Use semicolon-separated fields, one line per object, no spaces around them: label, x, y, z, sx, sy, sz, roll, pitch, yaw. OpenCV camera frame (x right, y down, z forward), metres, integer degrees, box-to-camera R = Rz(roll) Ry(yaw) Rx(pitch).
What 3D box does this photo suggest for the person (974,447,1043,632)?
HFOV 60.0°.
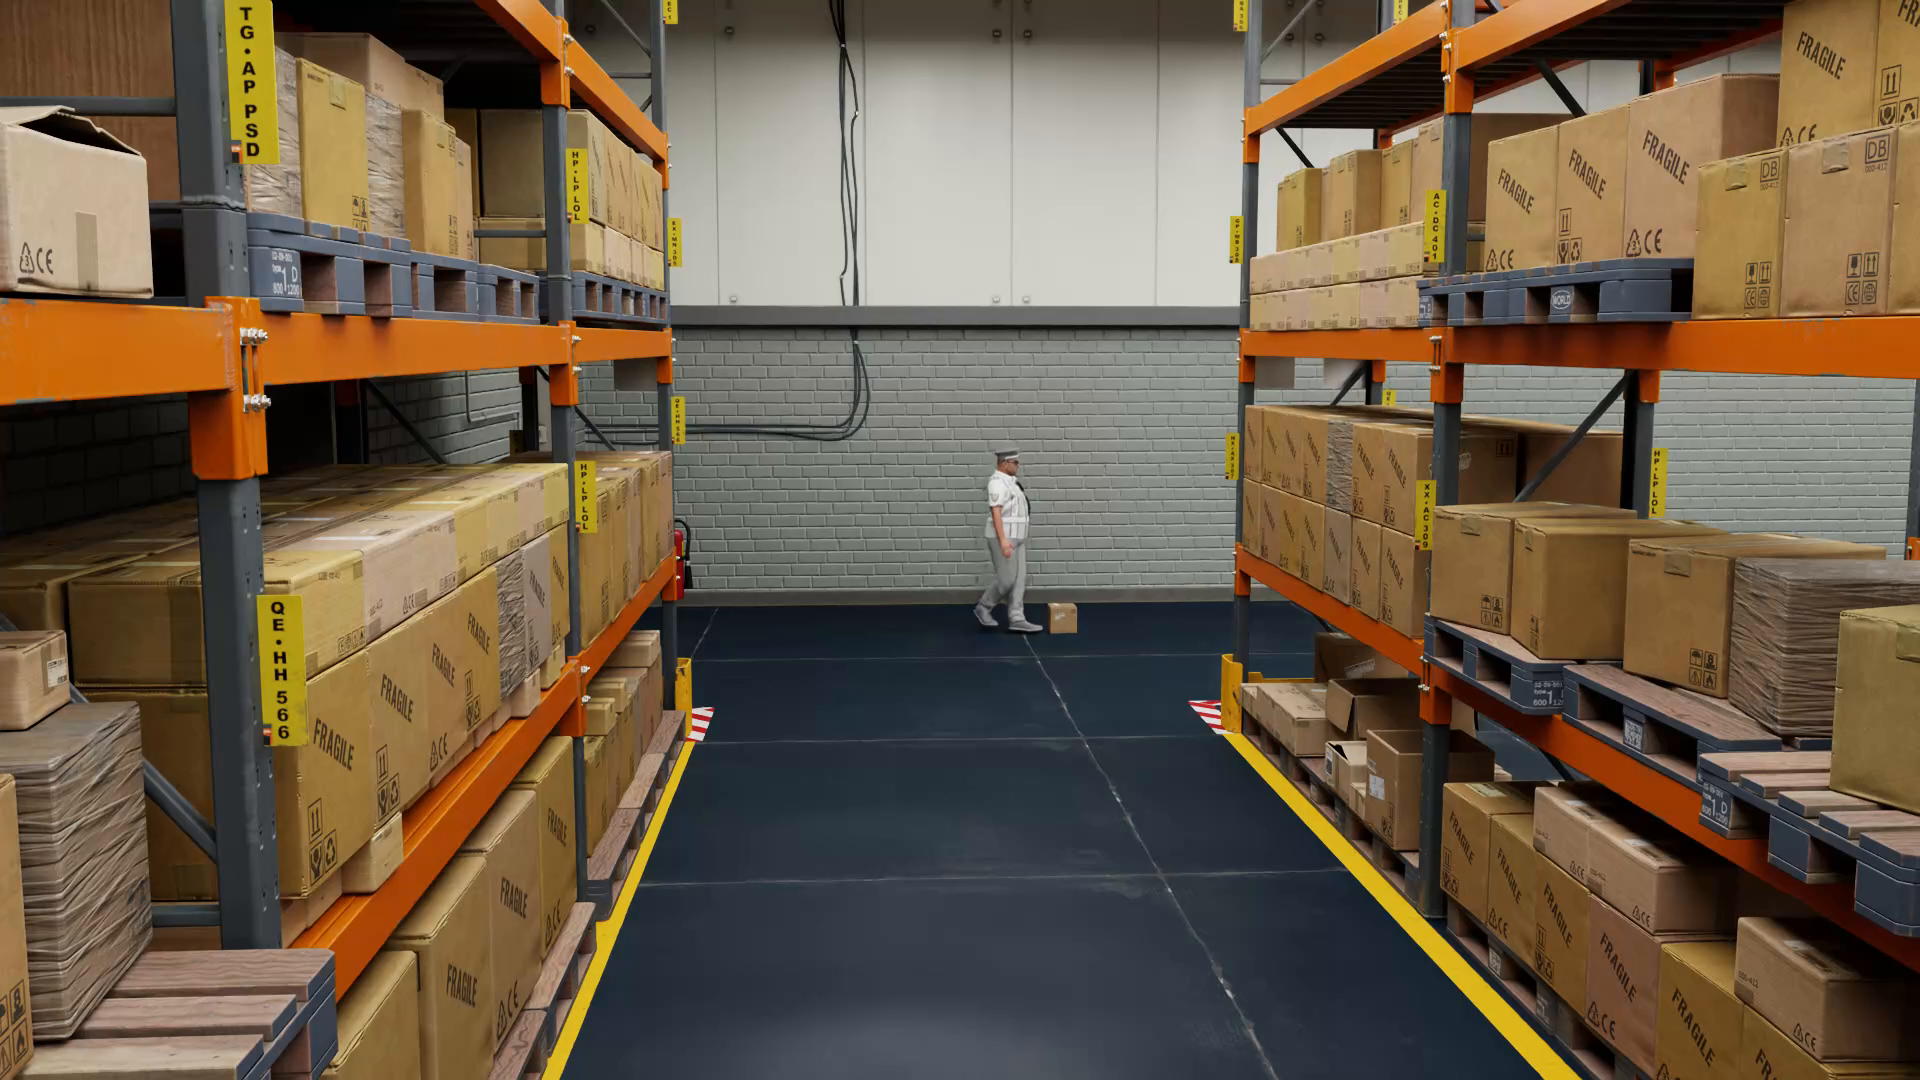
person;0.449;-0.005;15.661;0.662;1.744;0.608;3;7;21
